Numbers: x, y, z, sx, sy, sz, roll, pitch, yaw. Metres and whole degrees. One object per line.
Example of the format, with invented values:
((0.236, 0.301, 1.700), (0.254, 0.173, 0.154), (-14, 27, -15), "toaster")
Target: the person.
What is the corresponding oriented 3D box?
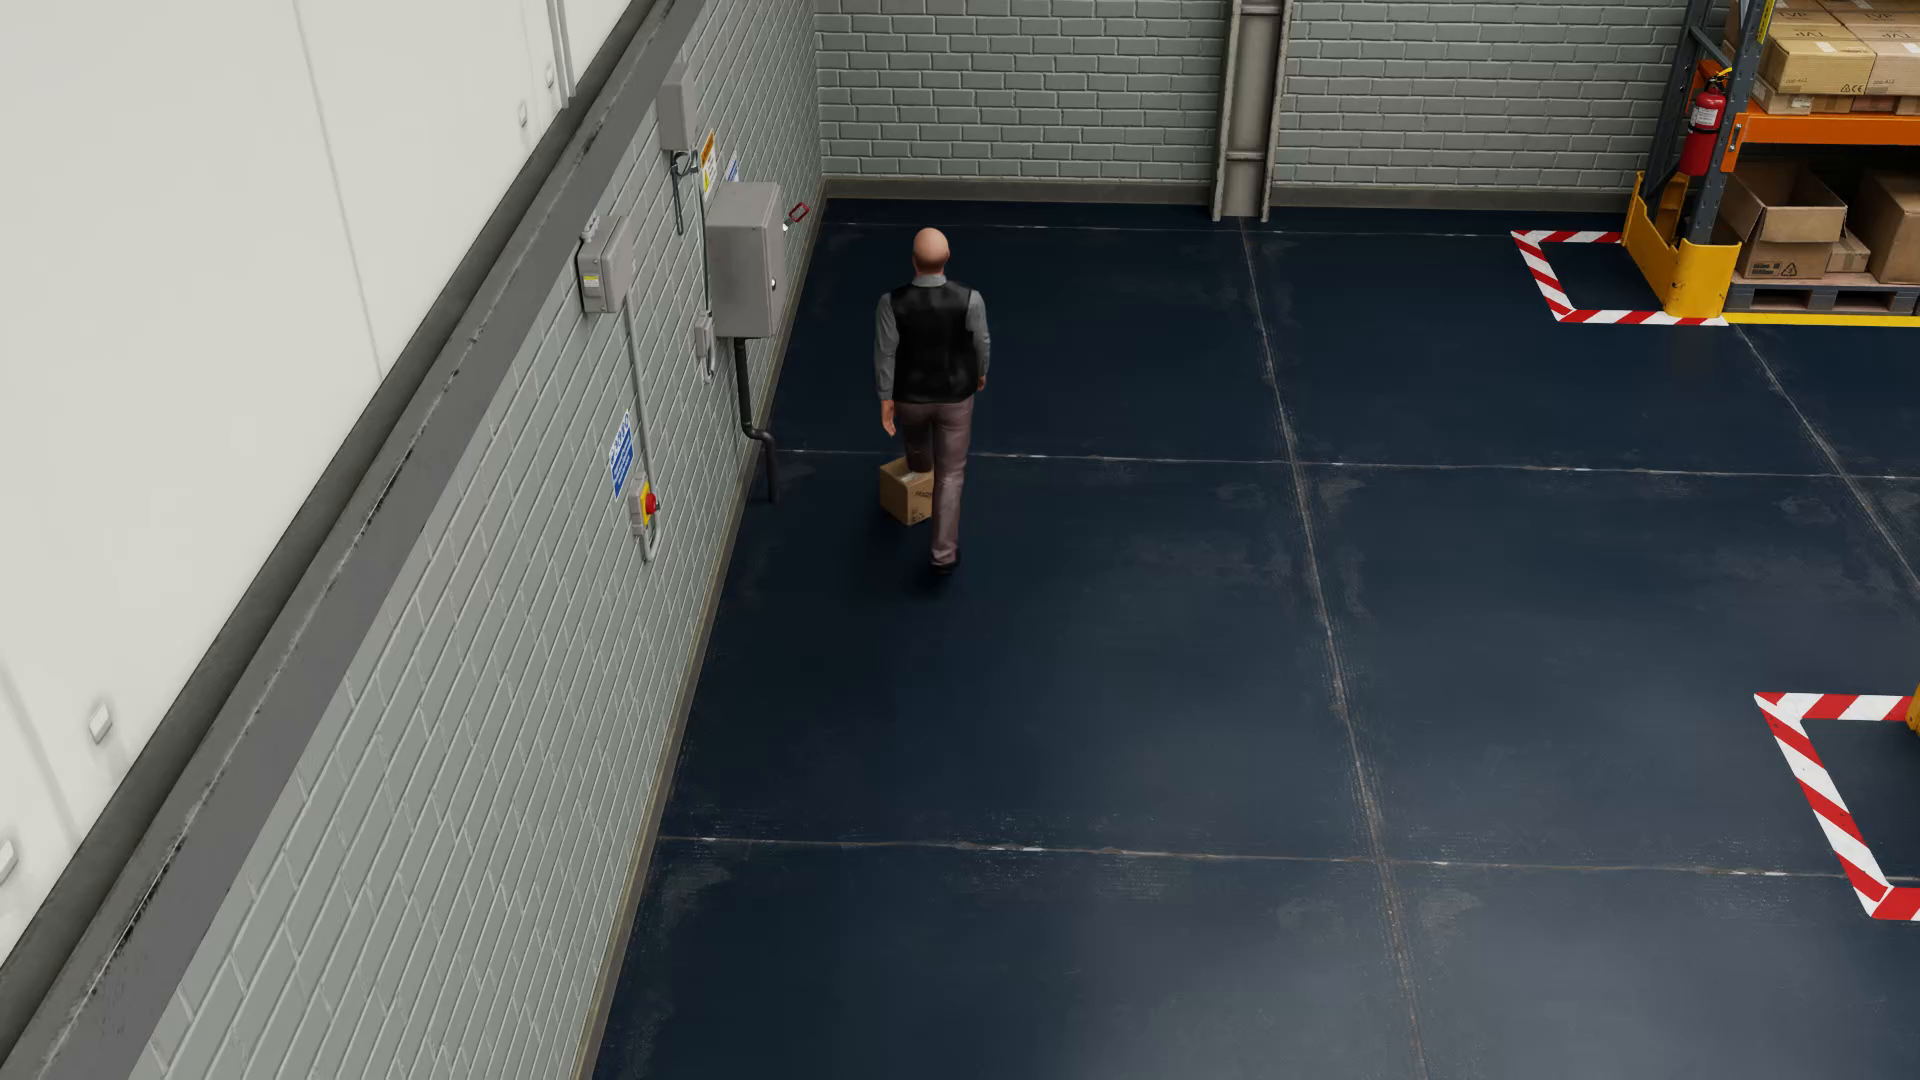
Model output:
((-0.130, -0.742, 8.186), (0.549, 1.665, 1.096), (4, 36, 5), "person")
